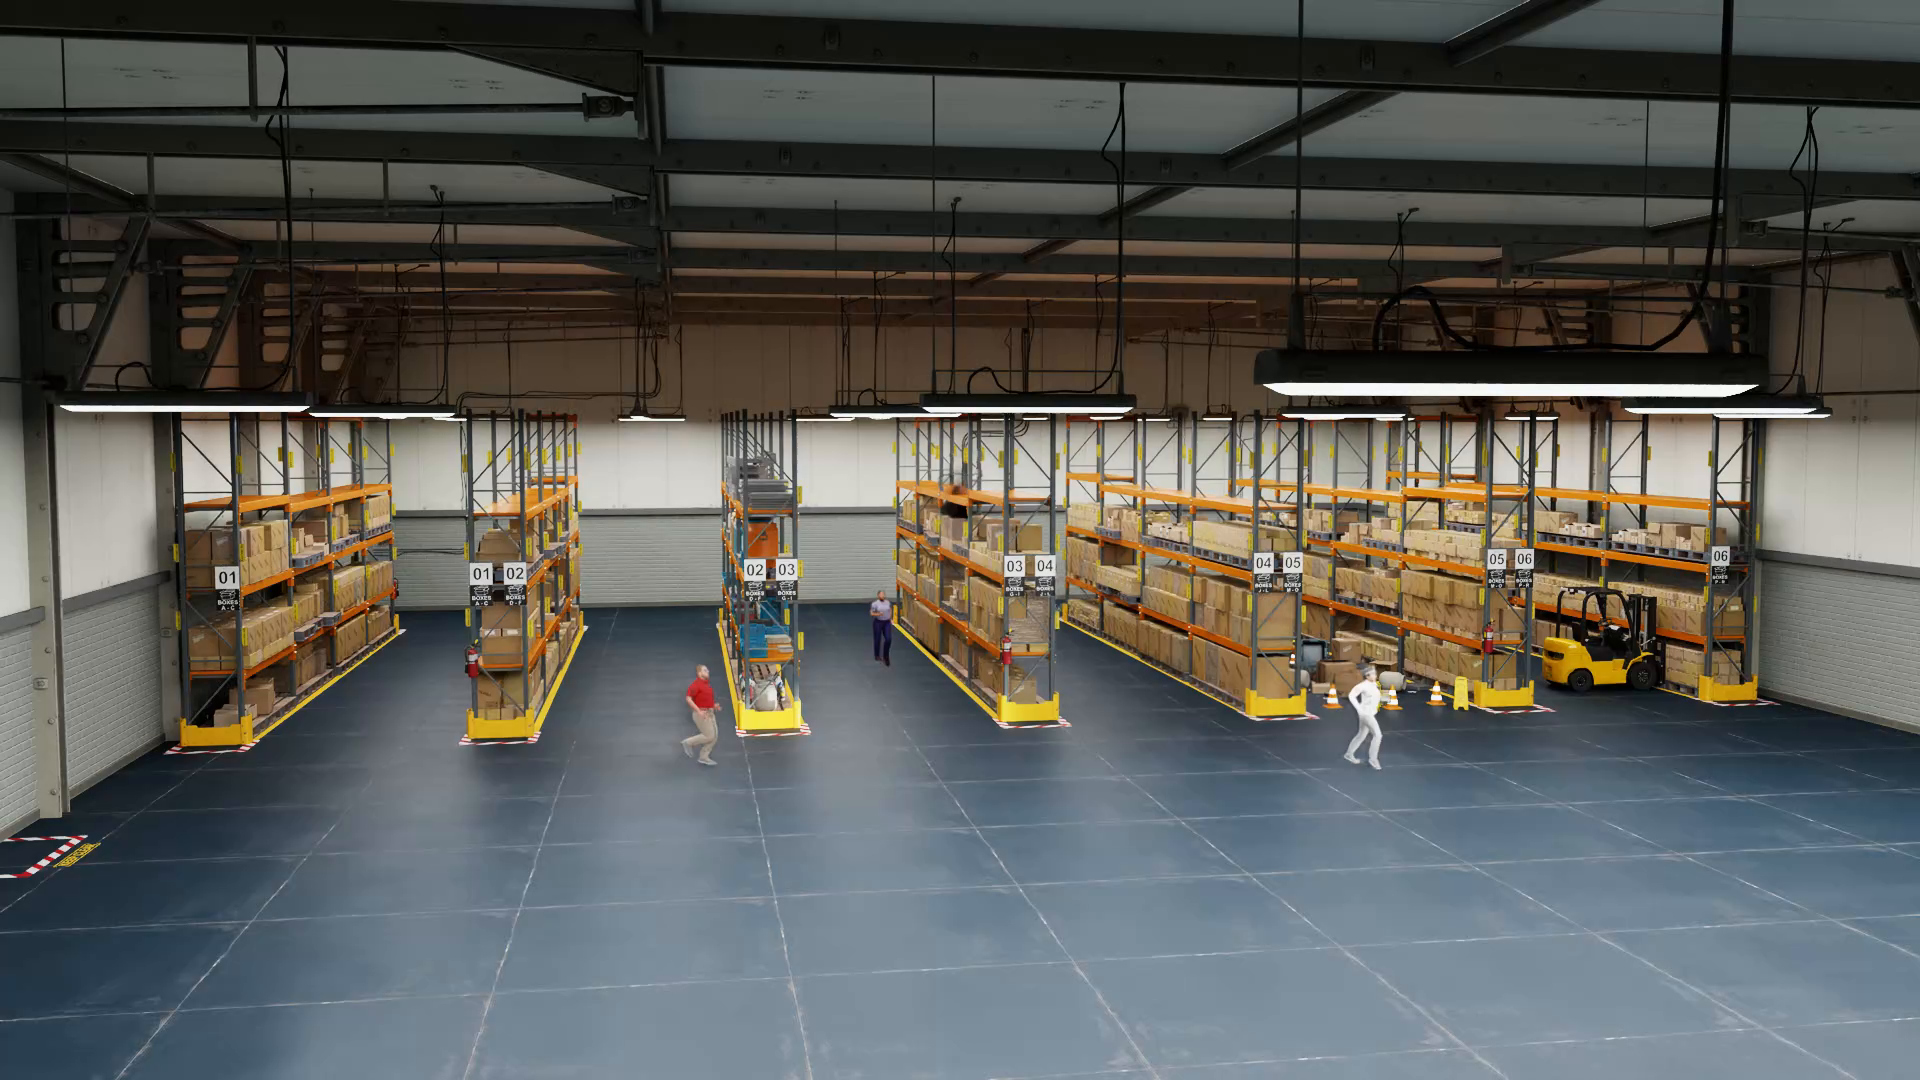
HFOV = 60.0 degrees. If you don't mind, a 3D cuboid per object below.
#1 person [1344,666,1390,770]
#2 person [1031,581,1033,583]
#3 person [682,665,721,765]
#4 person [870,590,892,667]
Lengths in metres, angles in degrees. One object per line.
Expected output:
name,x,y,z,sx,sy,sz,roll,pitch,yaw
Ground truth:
person,6.788,2.957,27.747,0.749,1.761,0.580,2,5,30
person,1.907,1.440,48.696,0.908,1.758,0.734,-4,5,-41
person,-4.350,2.941,28.004,0.598,1.687,0.671,1,4,14
person,-1.759,2.010,37.863,0.586,1.747,0.650,-1,4,-20
